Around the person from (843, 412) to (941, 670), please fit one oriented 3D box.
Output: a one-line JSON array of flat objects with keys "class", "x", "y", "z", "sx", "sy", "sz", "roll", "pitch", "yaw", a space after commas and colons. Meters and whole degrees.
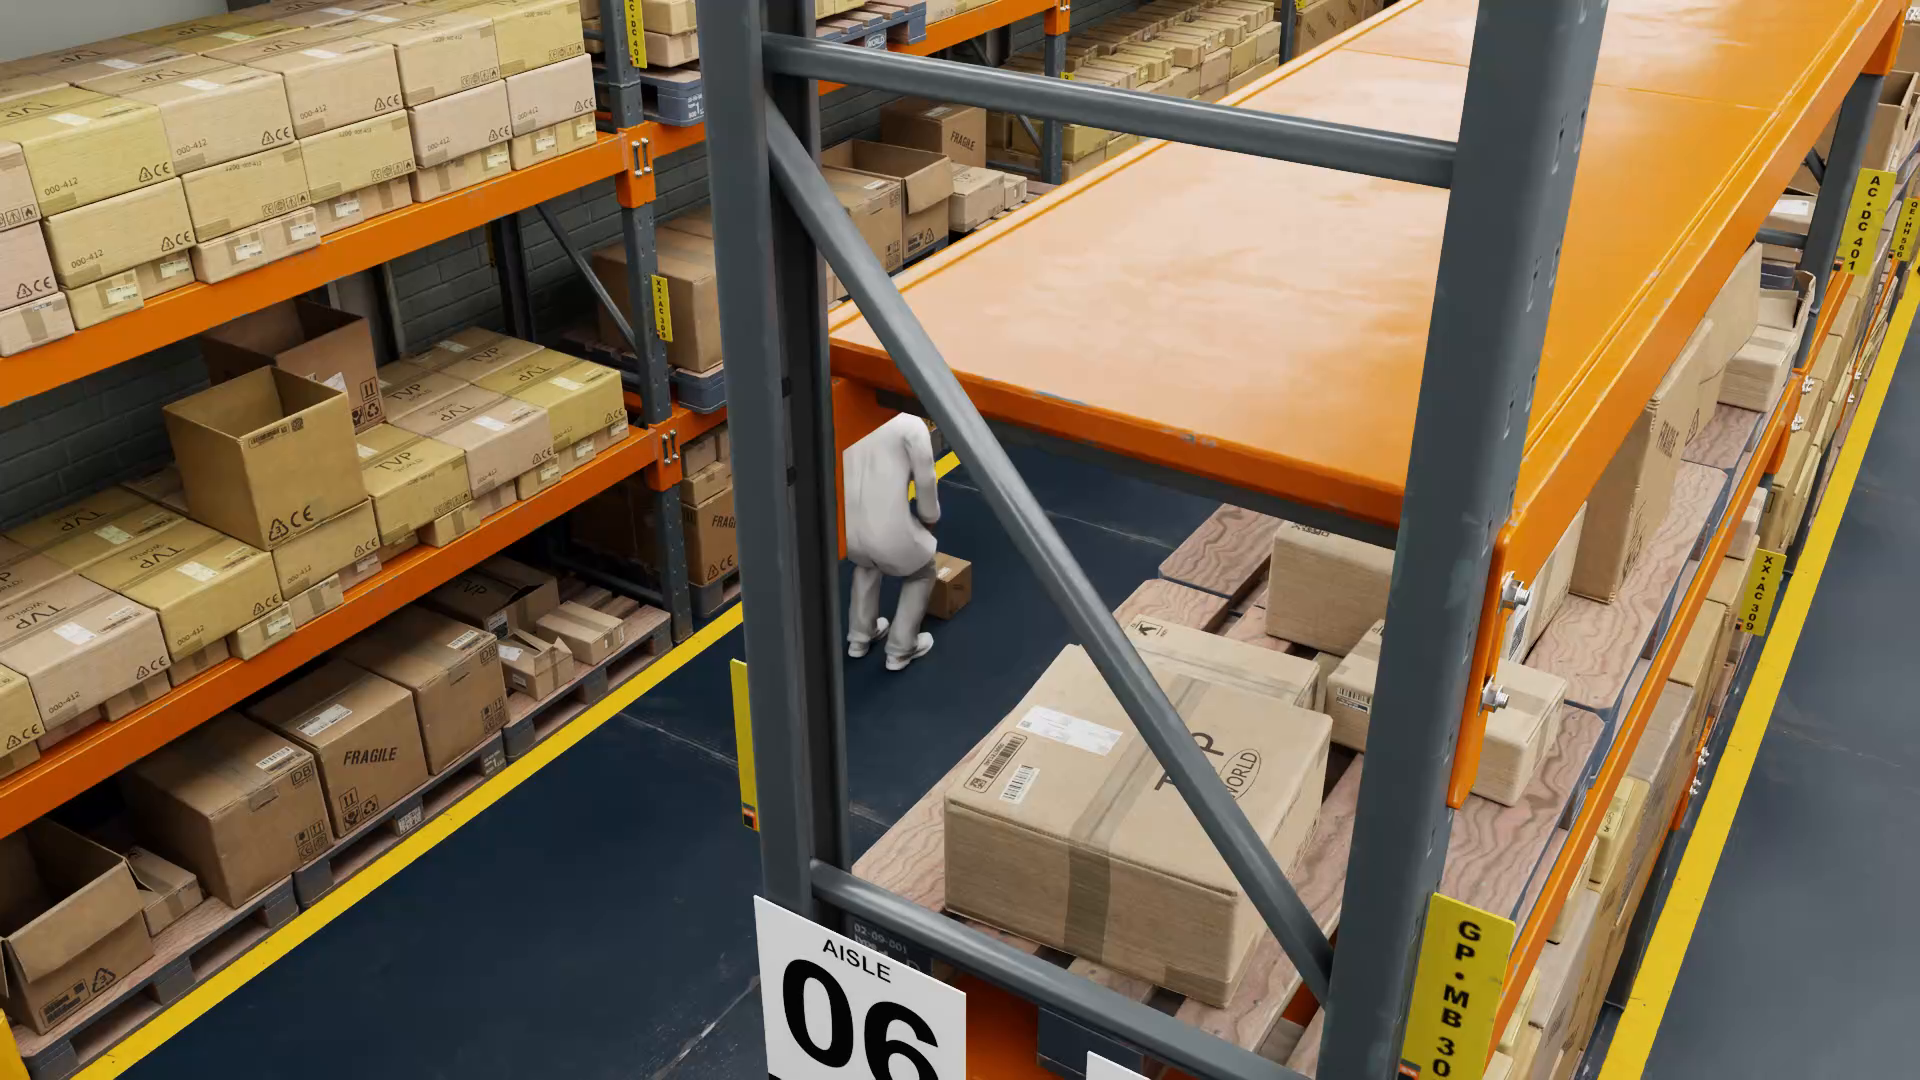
[{"class": "person", "x": -0.406, "y": -0.070, "z": 8.622, "sx": 0.617, "sy": 1.493, "sz": 0.543, "roll": 17, "pitch": 34, "yaw": 27}]
